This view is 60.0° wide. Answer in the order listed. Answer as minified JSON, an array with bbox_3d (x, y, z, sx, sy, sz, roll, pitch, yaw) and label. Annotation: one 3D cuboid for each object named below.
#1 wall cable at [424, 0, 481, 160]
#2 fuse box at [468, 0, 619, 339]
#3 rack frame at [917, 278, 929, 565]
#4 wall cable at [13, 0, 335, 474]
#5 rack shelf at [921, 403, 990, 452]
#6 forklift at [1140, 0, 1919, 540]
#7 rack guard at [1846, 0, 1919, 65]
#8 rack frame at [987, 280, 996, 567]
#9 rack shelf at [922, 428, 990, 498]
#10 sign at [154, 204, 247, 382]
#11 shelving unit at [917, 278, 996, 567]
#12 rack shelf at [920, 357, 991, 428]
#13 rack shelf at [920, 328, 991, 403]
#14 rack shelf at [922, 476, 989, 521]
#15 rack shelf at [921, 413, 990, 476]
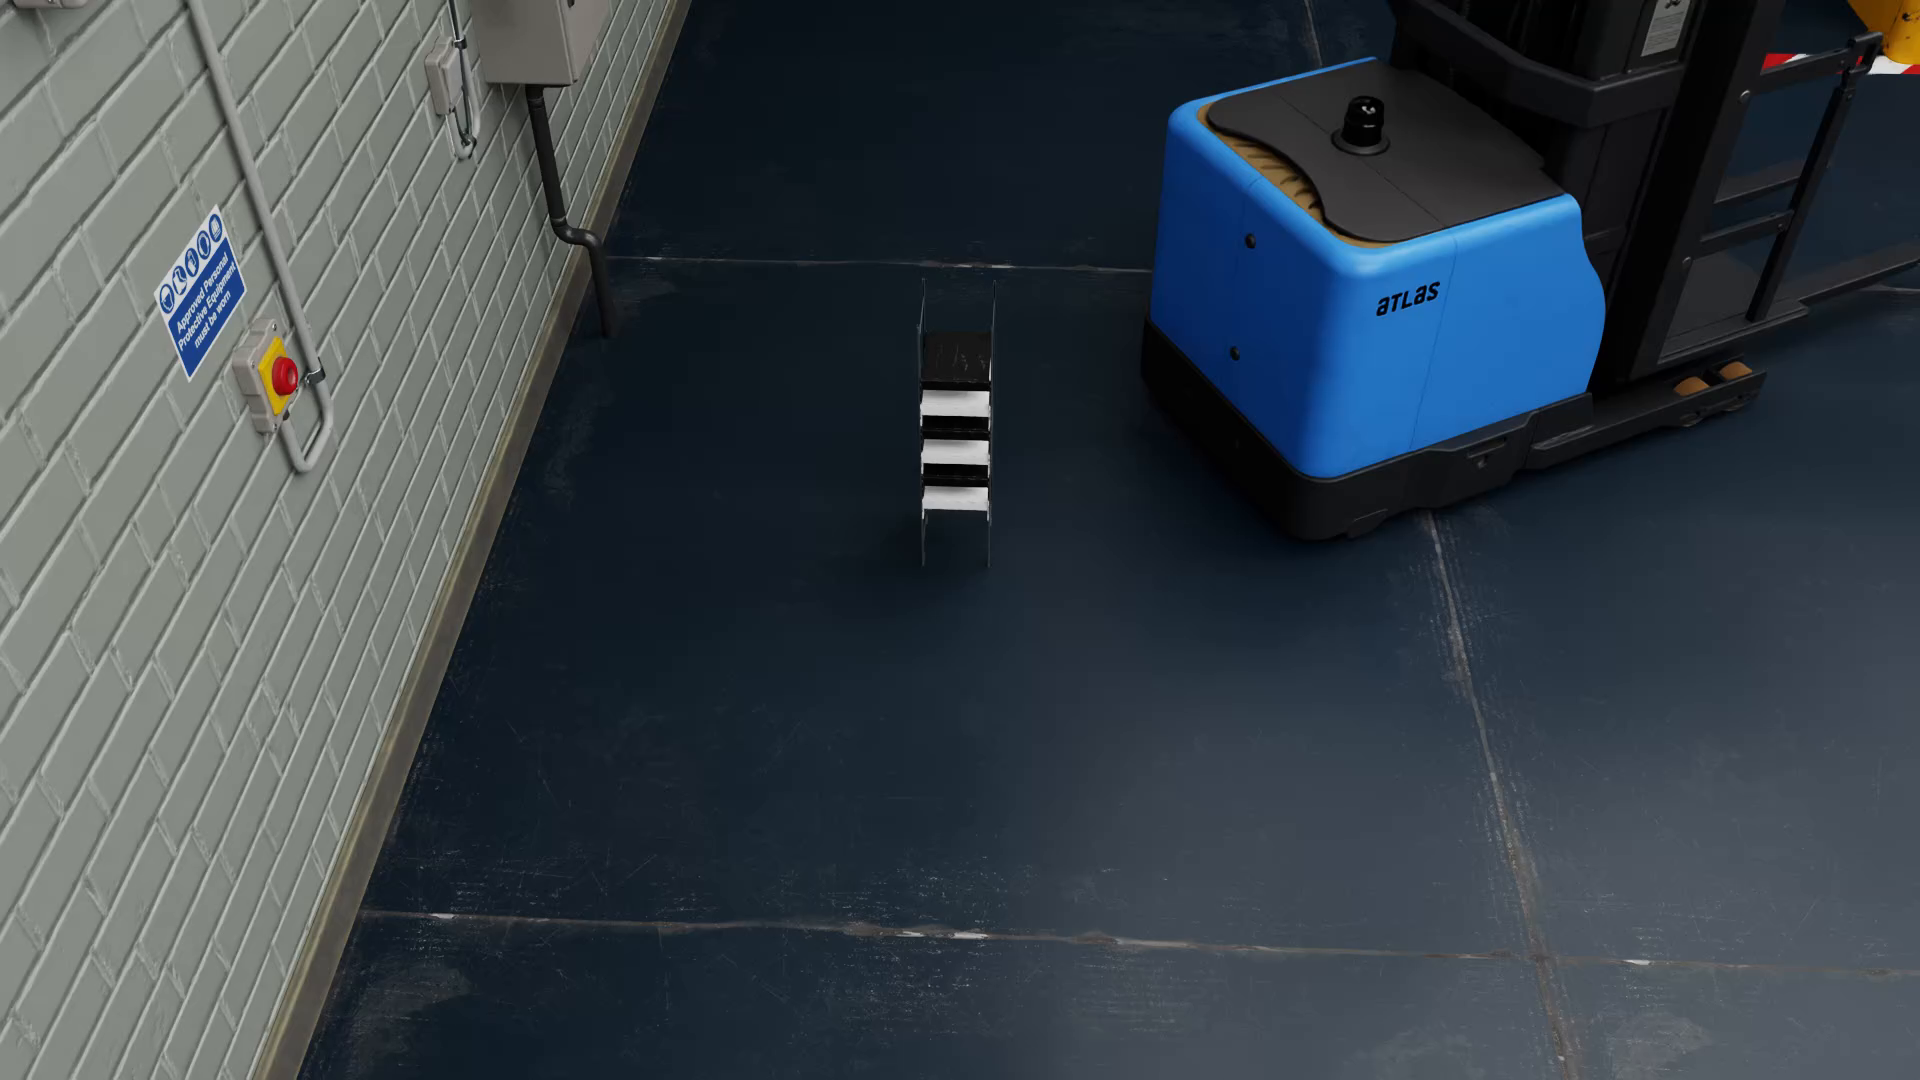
[{"bbox_3d":[-1.430,-1.776,4.211,0.122,1.984,0.588,2,43,2],"label":"wall cable"},{"bbox_3d":[-1.242,-1.393,5.490,0.414,1.711,0.539,2,43,2],"label":"fuse box"},{"bbox_3d":[-0.110,-0.333,4.947,0.006,0.900,0.240,2,43,2],"label":"rack frame"},{"bbox_3d":[-1.482,-0.822,3.163,0.123,1.953,0.585,2,43,2],"label":"wall cable"},{"bbox_3d":[-0.008,-0.371,4.905,0.200,0.077,0.258,2,43,2],"label":"rack shelf"},{"bbox_3d":[2.180,-1.766,4.995,3.031,2.935,1.130,-18,46,-19],"label":"forklift"},{"bbox_3d":[4.448,-2.744,7.829,0.348,0.500,1.175,2,43,2],"label":"rack guard"},{"bbox_3d":[0.093,-0.326,4.940,0.006,0.900,0.240,2,43,2],"label":"rack frame"},{"bbox_3d":[-0.008,-0.239,5.028,0.200,0.077,0.258,2,43,2],"label":"rack shelf"},{"bbox_3d":[-1.545,-0.506,3.395,0.001,0.218,0.327,2,43,2],"label":"sign"},{"bbox_3d":[-0.008,-0.330,4.944,0.210,0.900,0.258,2,43,2],"label":"shelving unit"},{"bbox_3d":[-0.008,-0.437,4.844,0.200,0.077,0.258,2,43,2],"label":"rack shelf"},{"bbox_3d":[-0.008,-0.503,4.782,0.200,0.077,0.258,2,43,2],"label":"rack shelf"},{"bbox_3d":[-0.008,-0.173,5.089,0.200,0.077,0.258,2,43,2],"label":"rack shelf"},{"bbox_3d":[-0.008,-0.305,4.966,0.200,0.077,0.258,2,43,2],"label":"rack shelf"}]
